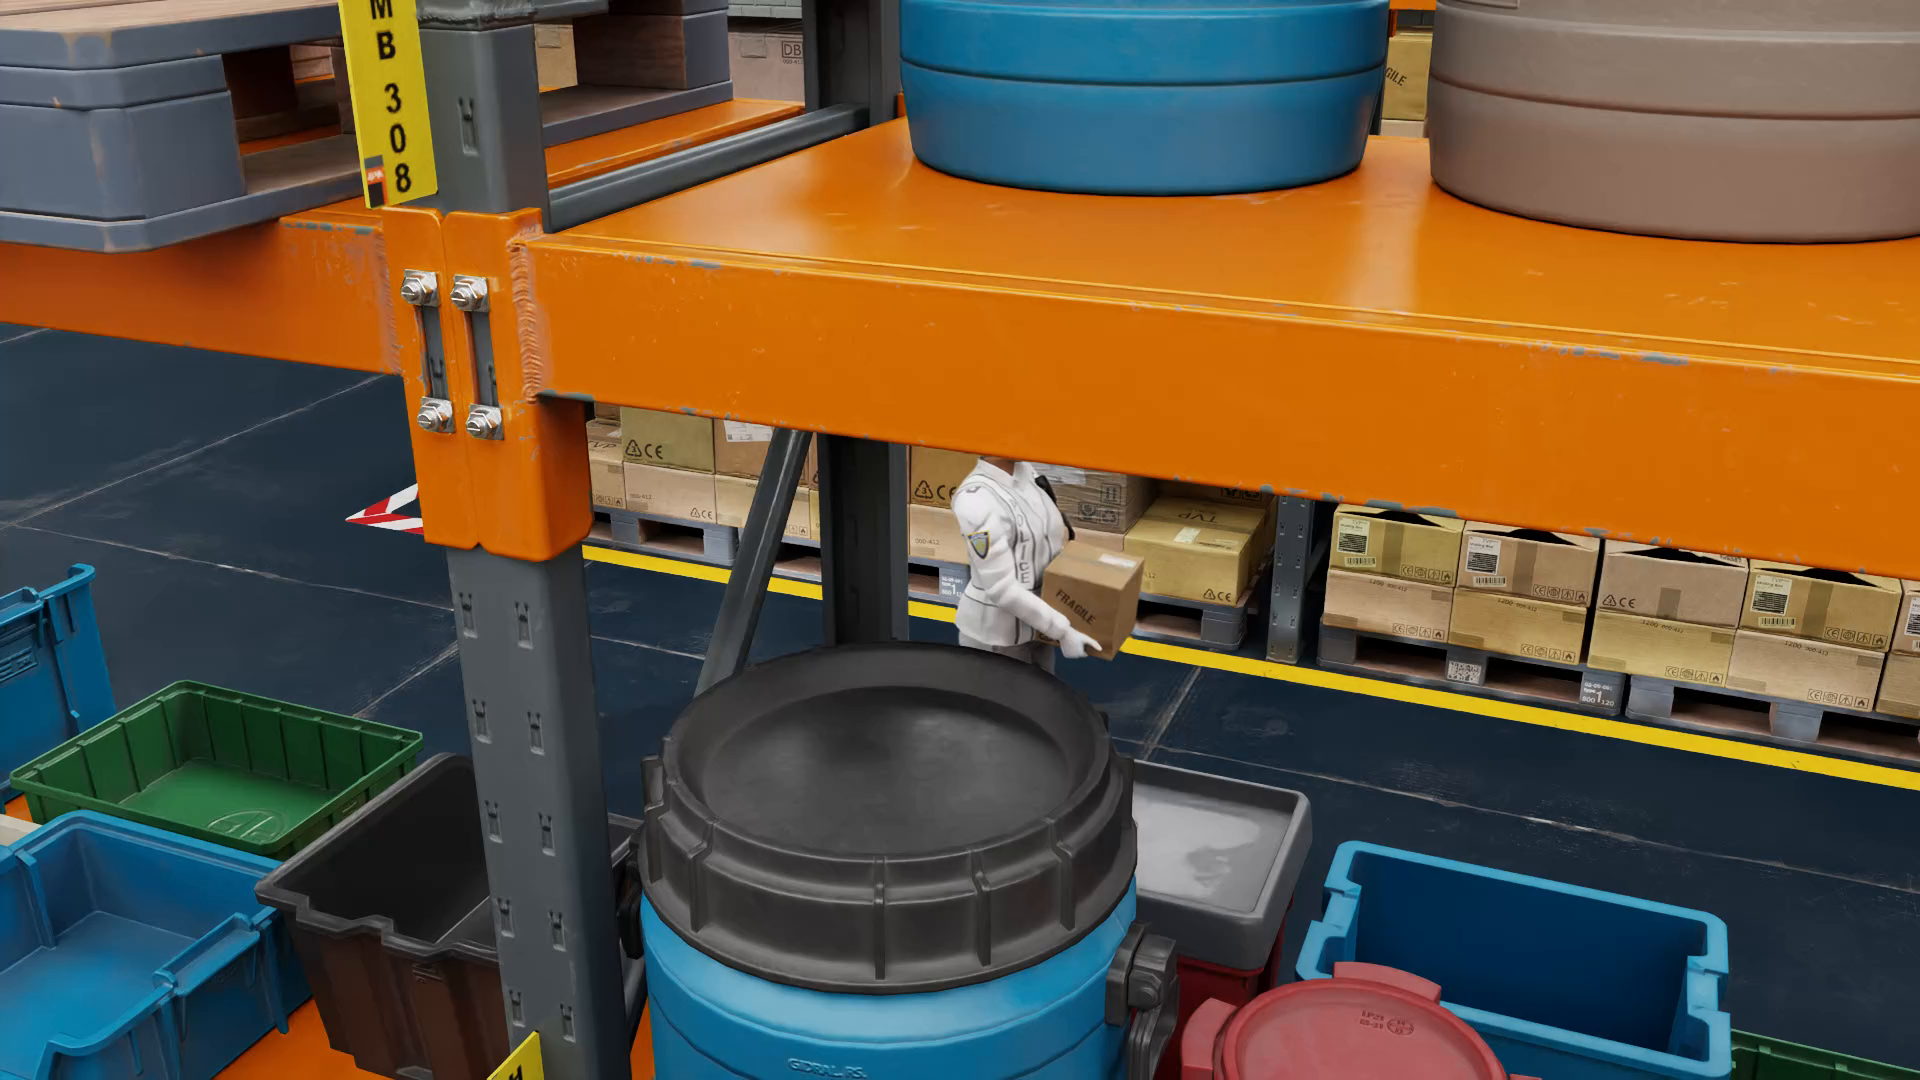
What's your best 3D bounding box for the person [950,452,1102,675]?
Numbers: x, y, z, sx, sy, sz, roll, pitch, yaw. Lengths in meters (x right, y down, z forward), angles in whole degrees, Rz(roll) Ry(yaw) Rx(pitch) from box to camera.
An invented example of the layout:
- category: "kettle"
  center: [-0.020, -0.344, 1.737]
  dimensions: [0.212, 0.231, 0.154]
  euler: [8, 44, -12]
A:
- category: "person"
  center: [0.223, 0.307, 5.314]
  dimensions: [0.563, 1.686, 0.461]
  euler: [9, 24, 20]
